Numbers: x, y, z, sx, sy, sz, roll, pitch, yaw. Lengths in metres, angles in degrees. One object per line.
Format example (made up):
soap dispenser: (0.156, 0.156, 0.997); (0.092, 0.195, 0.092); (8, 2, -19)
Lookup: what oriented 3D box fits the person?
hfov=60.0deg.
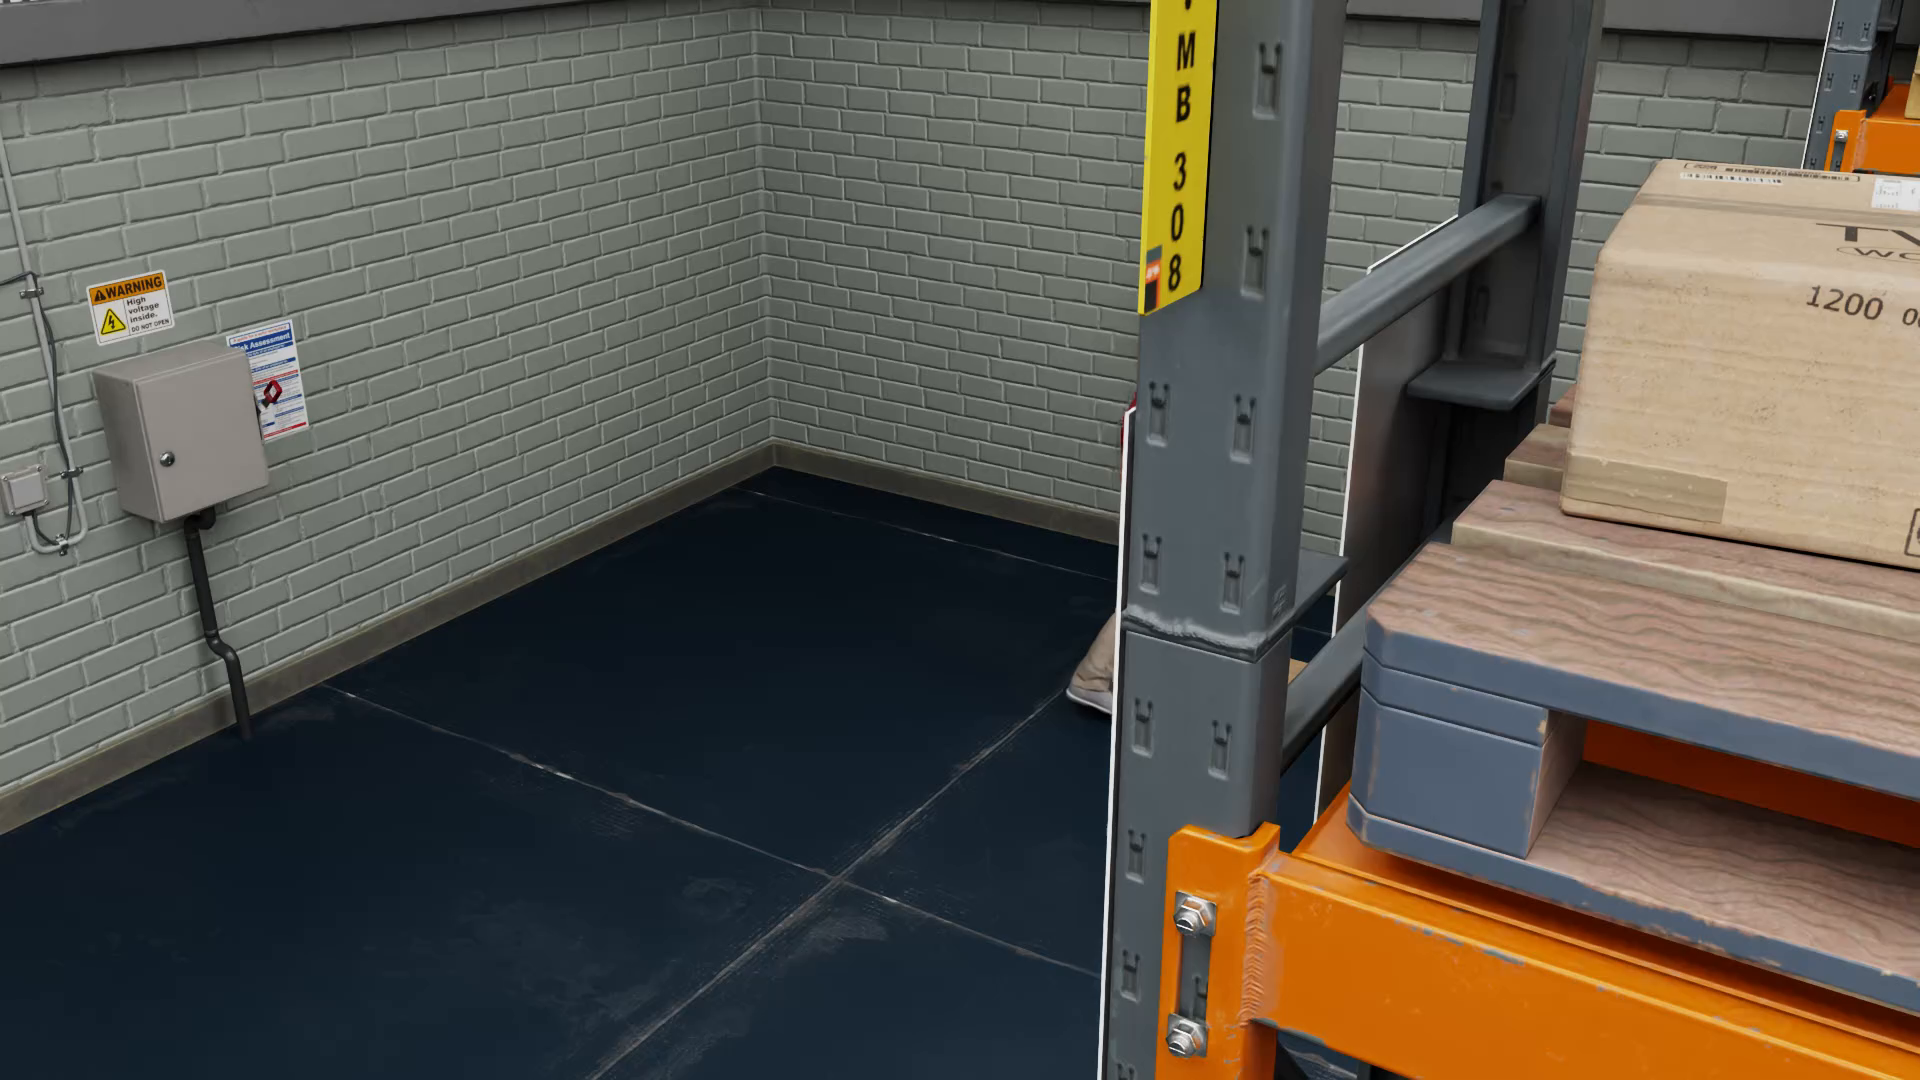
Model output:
person: (1.012, -0.067, 7.315); (1.046, 1.666, 0.625); (2, 23, 5)
